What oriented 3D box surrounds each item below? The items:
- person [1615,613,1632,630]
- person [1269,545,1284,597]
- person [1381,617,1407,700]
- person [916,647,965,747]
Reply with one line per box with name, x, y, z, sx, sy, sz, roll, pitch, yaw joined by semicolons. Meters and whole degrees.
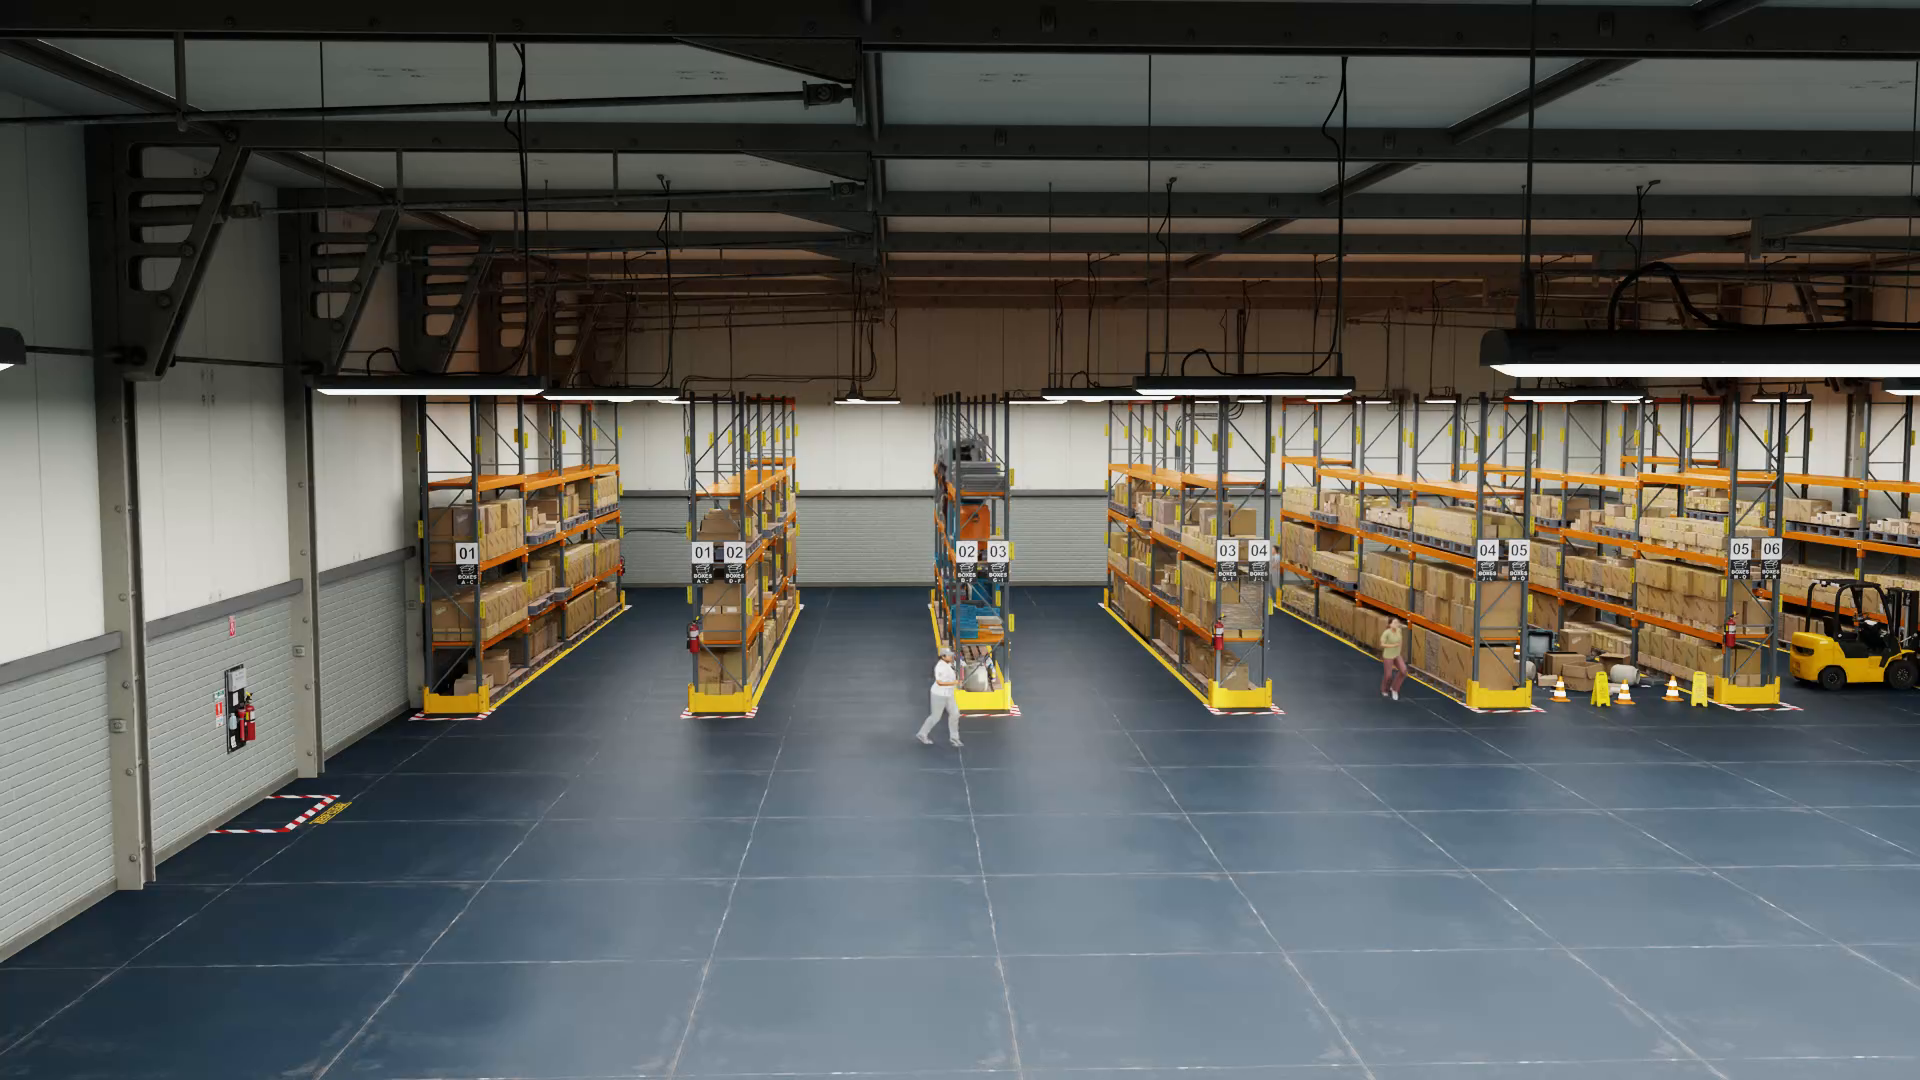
person;16.611;1.528;41.383;0.708;1.856;0.840;-1;5;-7
person;9.234;0.949;48.798;0.686;1.606;0.571;0;5;-4
person;8.421;2.291;32.386;0.606;1.639;0.763;-1;5;-18
person;-0.320;2.660;28.034;0.836;1.716;0.564;2;5;20
